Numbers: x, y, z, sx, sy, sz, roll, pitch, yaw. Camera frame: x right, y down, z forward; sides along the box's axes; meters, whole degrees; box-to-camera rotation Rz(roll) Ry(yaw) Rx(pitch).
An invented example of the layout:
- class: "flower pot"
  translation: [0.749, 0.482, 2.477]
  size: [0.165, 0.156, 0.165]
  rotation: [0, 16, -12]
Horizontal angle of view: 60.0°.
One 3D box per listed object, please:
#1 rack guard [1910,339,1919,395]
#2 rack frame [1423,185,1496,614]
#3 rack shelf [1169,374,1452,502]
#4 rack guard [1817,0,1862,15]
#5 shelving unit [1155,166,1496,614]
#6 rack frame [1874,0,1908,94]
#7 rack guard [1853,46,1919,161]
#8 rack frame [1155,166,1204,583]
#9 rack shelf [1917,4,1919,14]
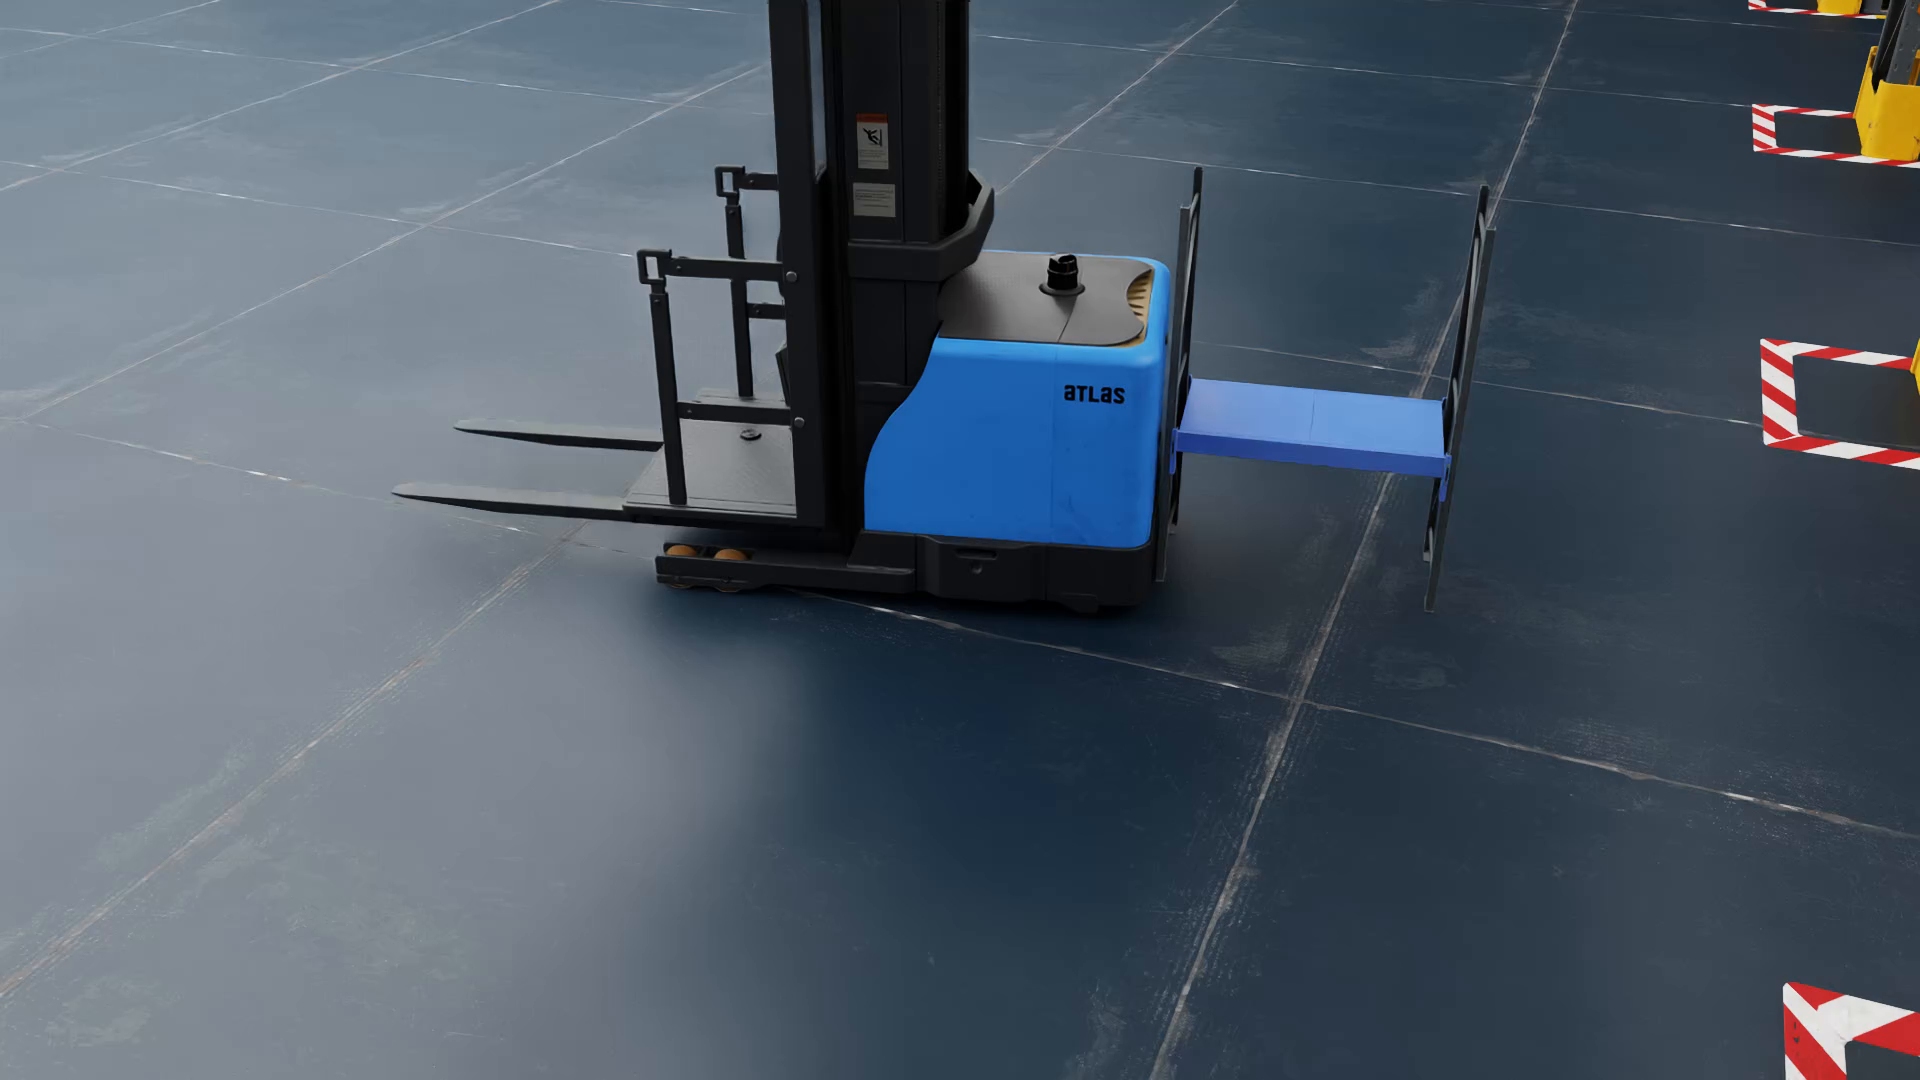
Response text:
- class: "rack guard"
  translation: [4.683, -0.799, 7.656]
  size: [0.348, 0.500, 1.175]
  rotation: [11, 31, 19]
- class: "rack frame"
  translation: [1.821, -0.497, 6.104]
  size: [0.032, 1.500, 0.500]
  rotation: [6, 30, 11]
- class: "rack shelf"
  translation: [1.326, -0.396, 6.292]
  size: [1.000, 0.185, 0.538]
  rotation: [6, 30, 11]
- class: "rack guard"
  translation: [8.319, -5.334, 15.679]
  size: [0.348, 0.500, 1.175]
  rotation: [11, 31, 19]
- class: "shelving unit"
  translation: [1.326, -0.553, 6.203]
  size: [1.048, 1.500, 0.538]
  rotation: [6, 30, 11]
- class: "rack frame"
  translation: [6.474, -4.159, 11.059]
  size: [0.053, 2.616, 0.949]
  rotation: [11, 31, 19]
- class: "rack guard"
  translation: [6.563, -3.079, 11.690]
  size: [0.348, 0.500, 1.175]
  rotation: [11, 31, 19]
- class: "rack frame"
  translation: [0.830, -0.608, 6.302]
  size: [0.032, 1.500, 0.500]
  rotation: [6, 30, 11]
- class: "rack shelf"
  translation: [8.328, -3.477, 10.584]
  size: [4.000, 0.370, 1.077]
  rotation: [11, 31, 19]
